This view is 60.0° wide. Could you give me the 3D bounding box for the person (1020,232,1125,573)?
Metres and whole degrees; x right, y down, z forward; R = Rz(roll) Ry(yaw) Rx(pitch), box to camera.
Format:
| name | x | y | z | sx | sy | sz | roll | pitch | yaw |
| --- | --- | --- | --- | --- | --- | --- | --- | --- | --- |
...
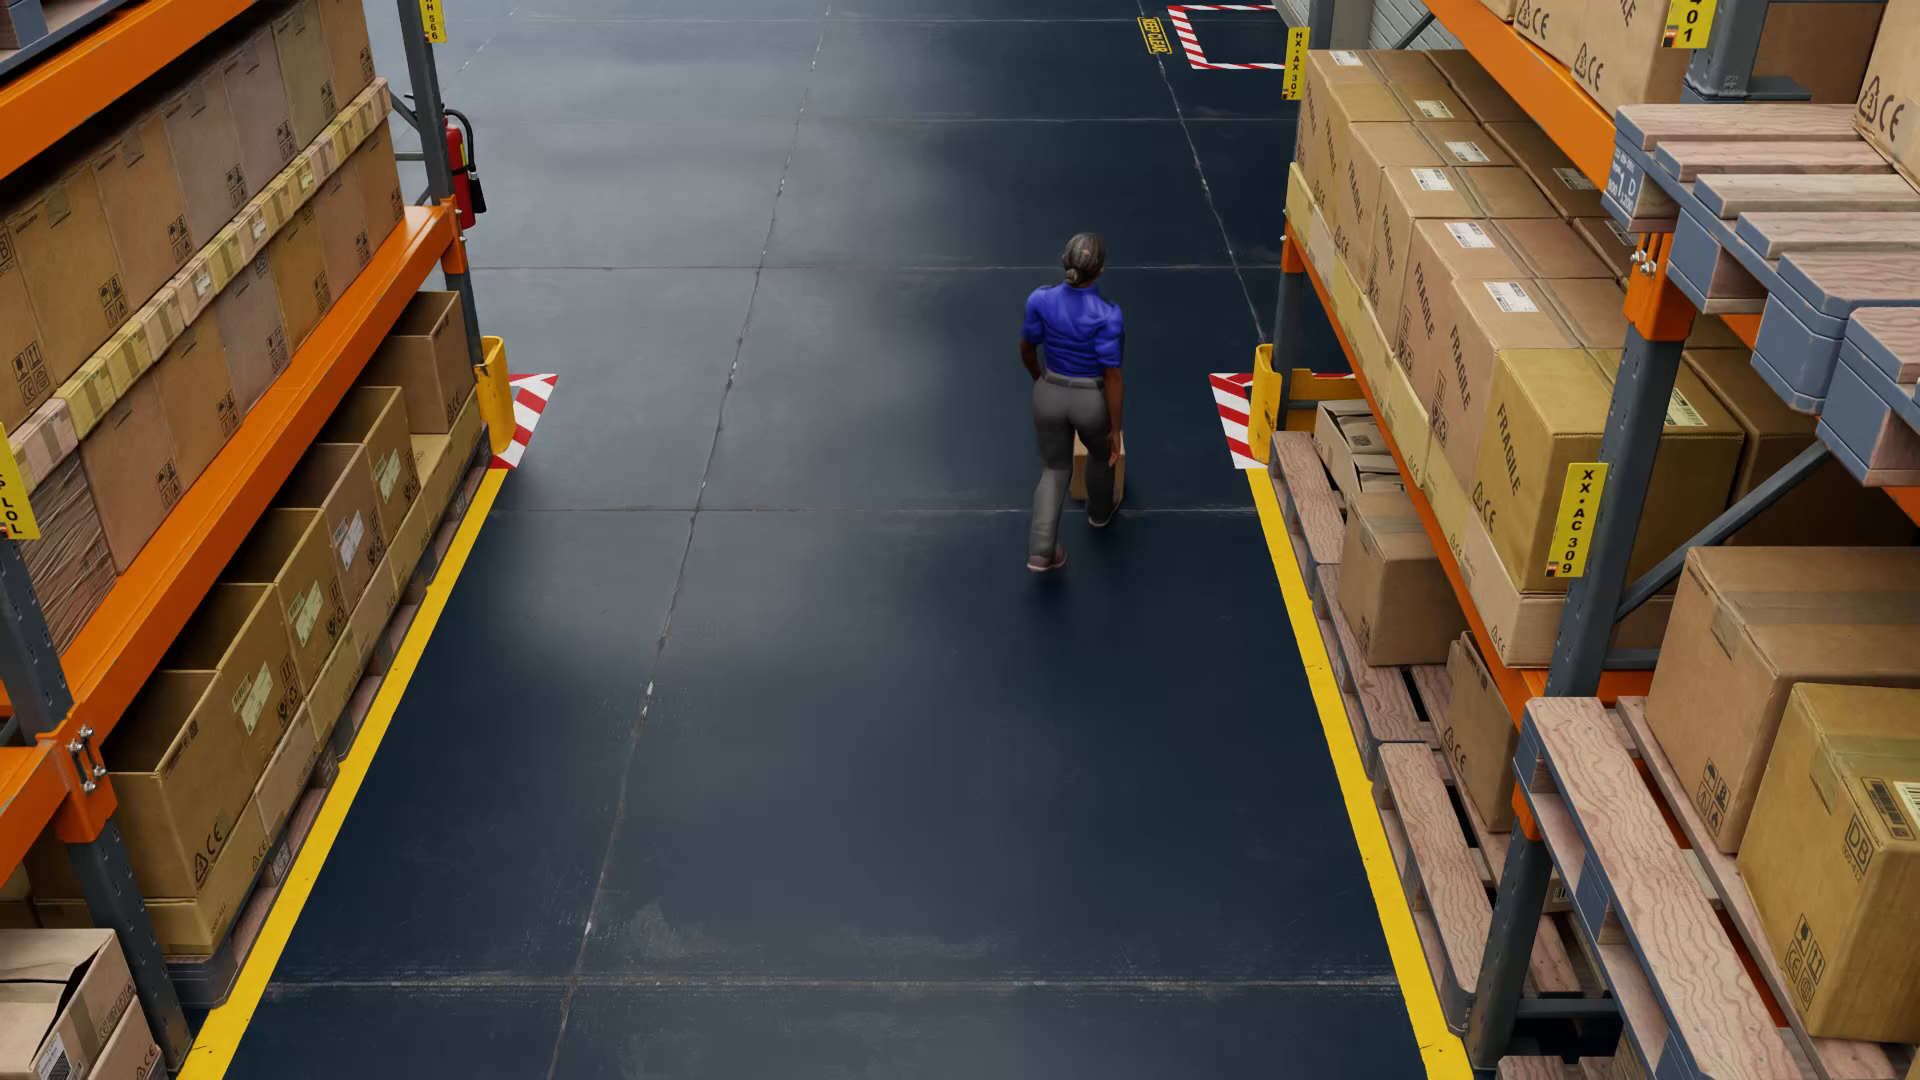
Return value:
| name | x | y | z | sx | sy | sz | roll | pitch | yaw |
| --- | --- | --- | --- | --- | --- | --- | --- | --- | --- |
| person | 0.525 | -0.656 | 7.235 | 0.496 | 1.582 | 0.901 | 10 | 33 | 15 |
